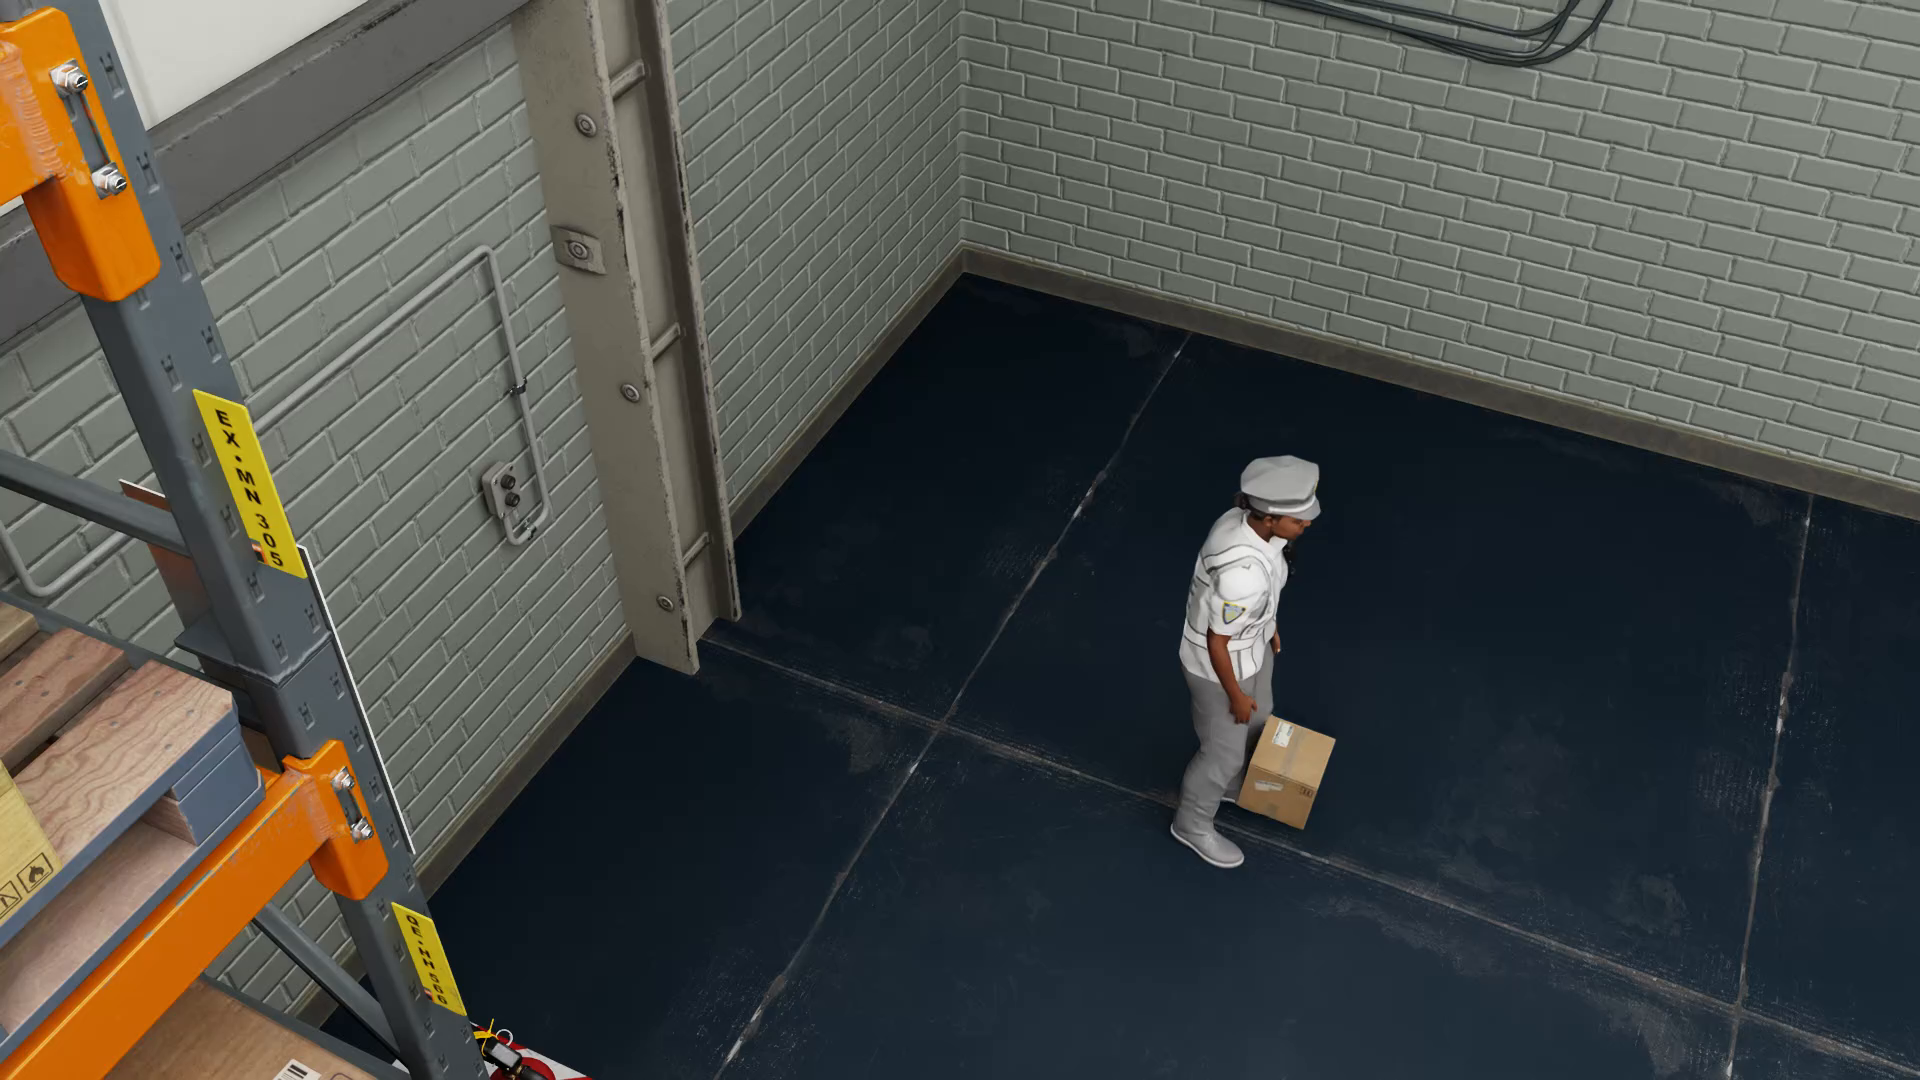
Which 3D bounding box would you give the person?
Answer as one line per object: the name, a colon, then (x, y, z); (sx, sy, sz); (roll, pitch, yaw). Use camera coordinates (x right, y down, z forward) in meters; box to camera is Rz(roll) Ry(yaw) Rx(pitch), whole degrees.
person: (0.968, 0.409, 5.706); (0.424, 1.665, 0.498); (16, 45, 17)
